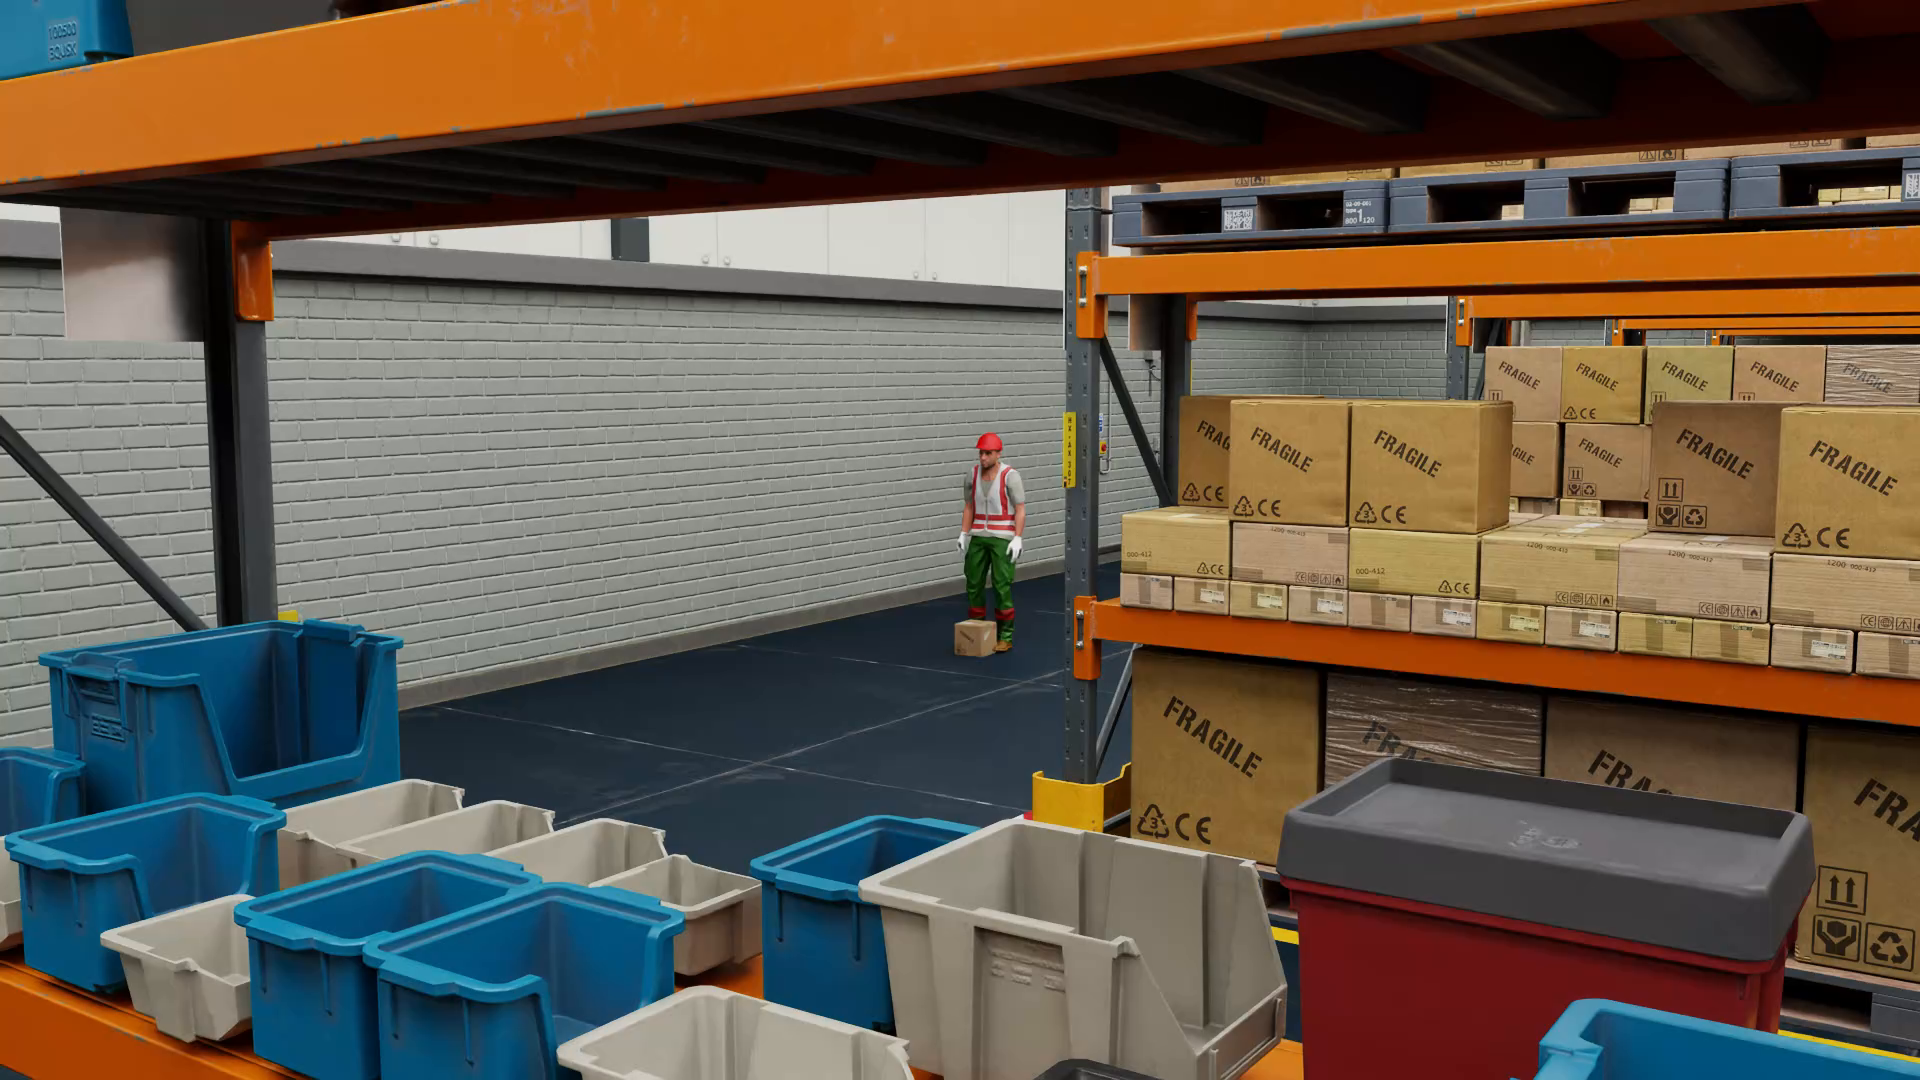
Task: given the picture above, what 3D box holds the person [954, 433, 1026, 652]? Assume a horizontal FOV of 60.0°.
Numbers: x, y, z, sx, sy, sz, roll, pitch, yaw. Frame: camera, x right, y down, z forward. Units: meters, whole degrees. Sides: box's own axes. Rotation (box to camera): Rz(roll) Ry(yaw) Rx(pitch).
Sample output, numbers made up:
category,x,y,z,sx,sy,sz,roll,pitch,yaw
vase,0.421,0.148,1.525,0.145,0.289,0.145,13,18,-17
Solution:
category,x,y,z,sx,sy,sz,roll,pitch,yaw
person,0.249,0.013,13.532,0.592,1.778,0.447,4,7,31
